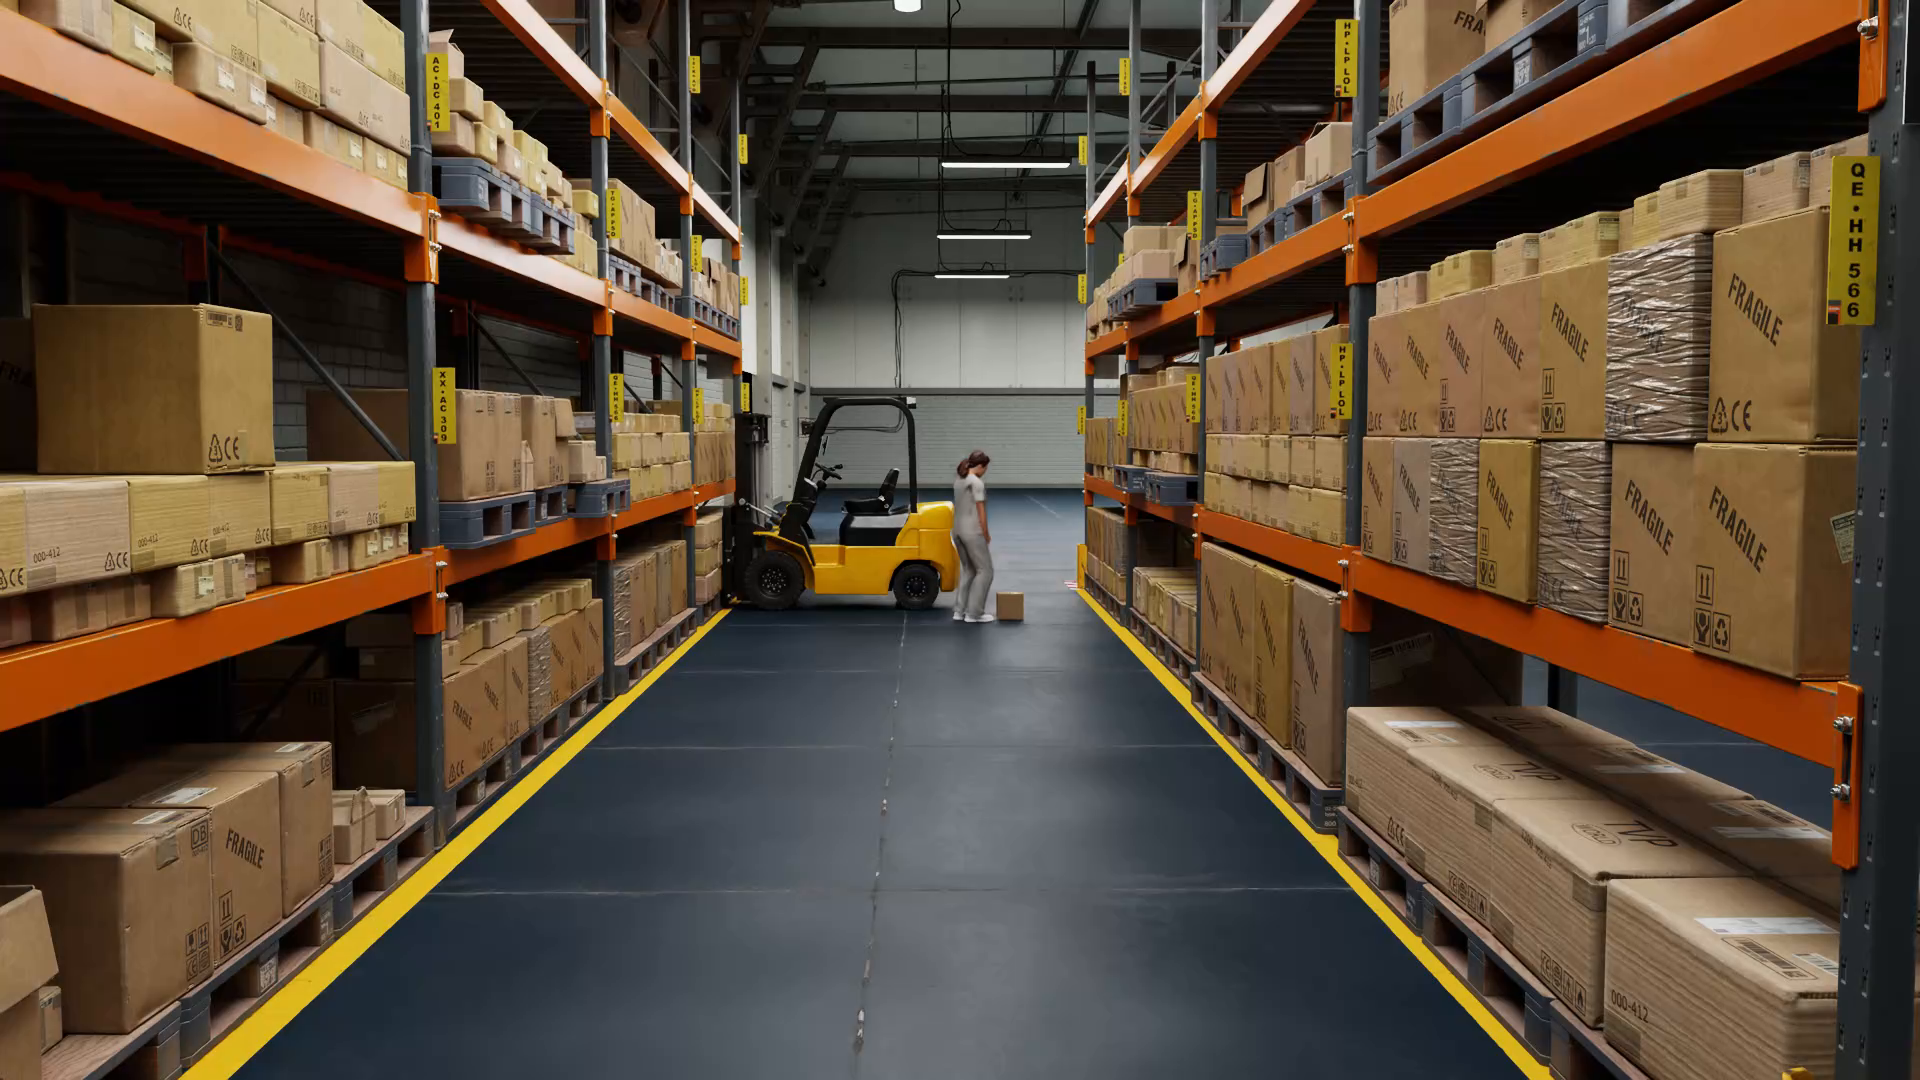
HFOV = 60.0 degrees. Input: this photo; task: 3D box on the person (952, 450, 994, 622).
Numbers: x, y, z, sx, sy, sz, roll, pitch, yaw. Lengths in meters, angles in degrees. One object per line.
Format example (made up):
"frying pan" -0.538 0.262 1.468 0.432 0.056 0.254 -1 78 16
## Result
"person" 0.114 -0.039 15.893 0.367 1.637 0.458 -2 4 -29
